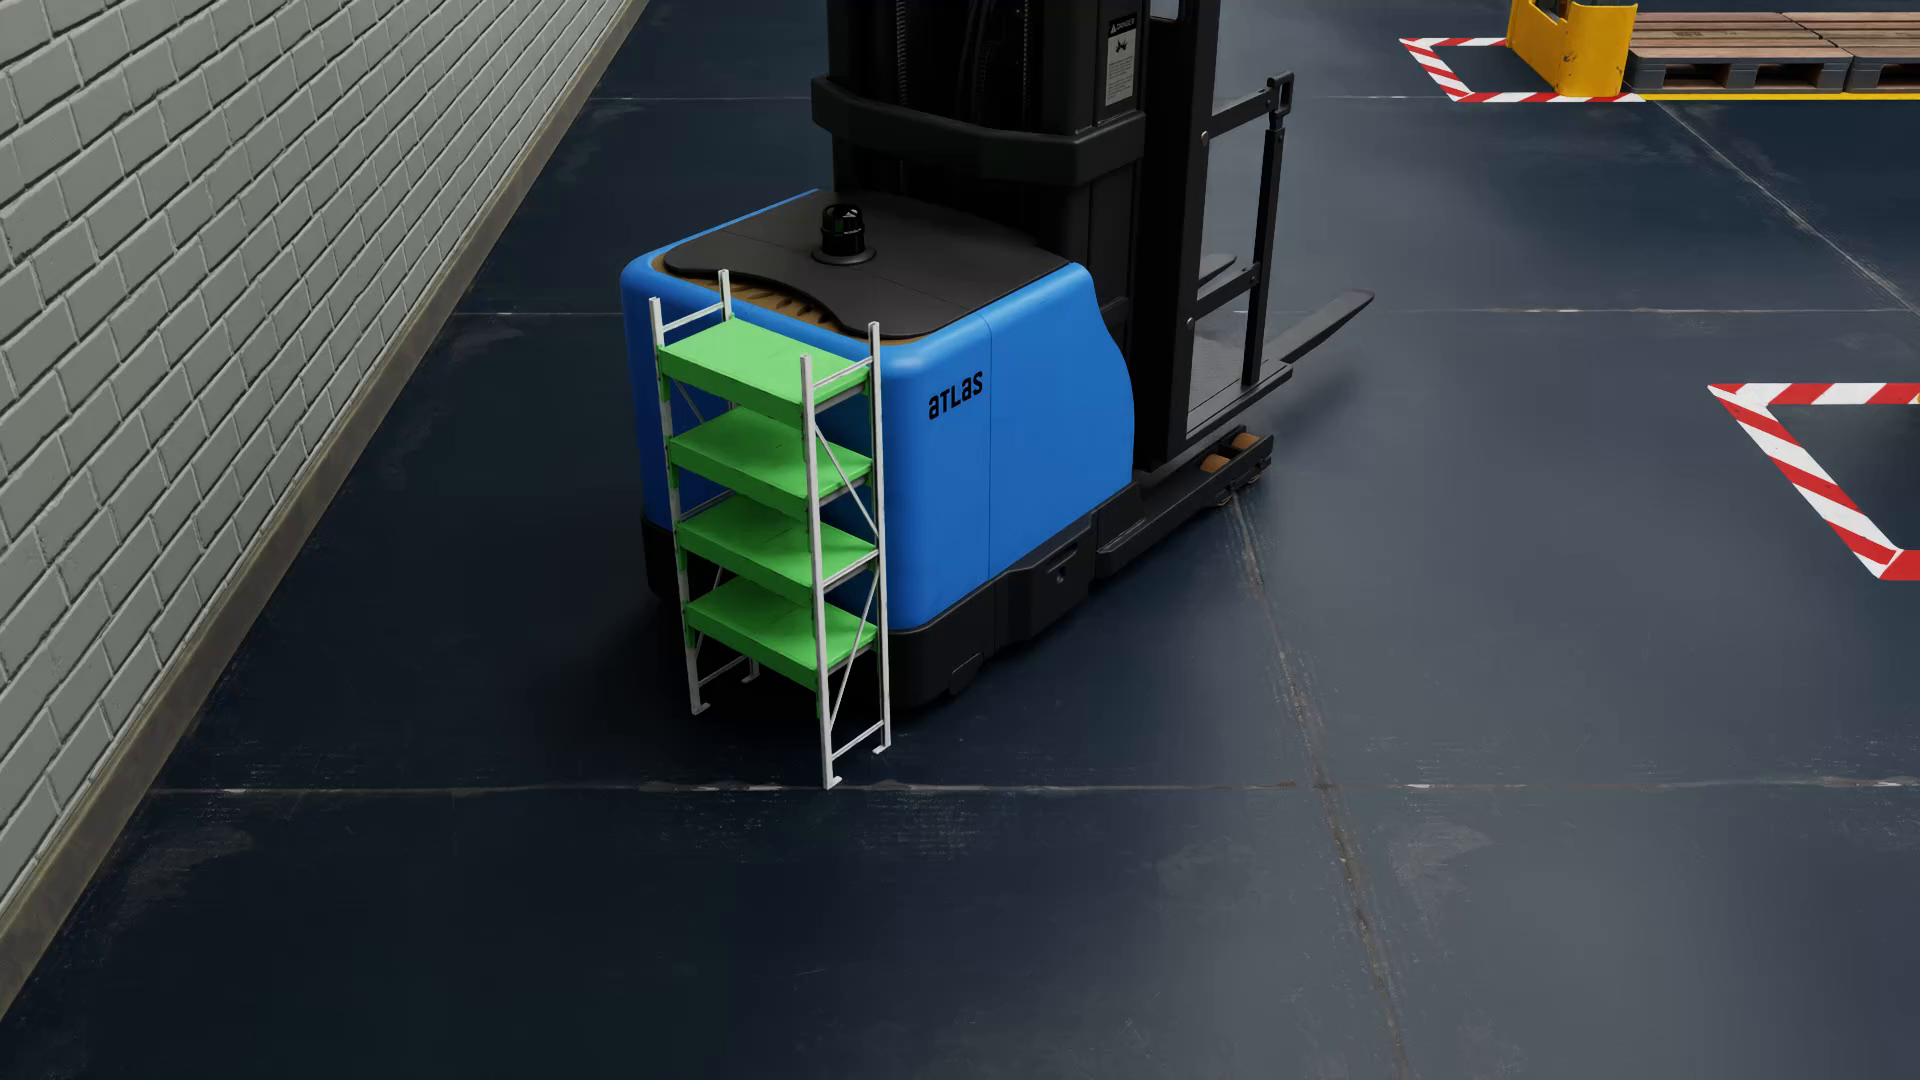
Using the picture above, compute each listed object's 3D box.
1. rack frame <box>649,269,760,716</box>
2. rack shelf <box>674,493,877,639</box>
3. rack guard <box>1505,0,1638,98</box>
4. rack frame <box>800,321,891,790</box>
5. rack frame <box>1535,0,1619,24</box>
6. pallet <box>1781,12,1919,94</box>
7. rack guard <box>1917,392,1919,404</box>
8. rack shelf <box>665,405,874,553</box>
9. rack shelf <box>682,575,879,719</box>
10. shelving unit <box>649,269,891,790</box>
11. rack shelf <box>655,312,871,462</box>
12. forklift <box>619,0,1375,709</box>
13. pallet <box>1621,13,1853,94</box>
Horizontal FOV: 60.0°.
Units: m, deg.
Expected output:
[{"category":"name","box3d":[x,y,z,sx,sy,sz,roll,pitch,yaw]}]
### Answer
[{"category":"rack frame","box3d":[-0.640,-0.091,4.243,0.015,1.200,0.240,23,38,33]},{"category":"rack shelf","box3d":[-0.452,0.044,4.144,0.480,0.148,0.258,23,38,33]},{"category":"rack guard","box3d":[3.552,-3.007,9.724,0.348,0.500,1.175,0,31,0]},{"category":"rack frame","box3d":[-0.264,0.070,3.977,0.015,1.200,0.240,23,38,33]},{"category":"rack frame","box3d":[3.576,-4.082,9.087,0.127,3.000,1.000,0,31,0]},{"category":"pallet","box3d":[5.618,-2.875,9.785,1.213,0.211,1.003,0,31,0]},{"category":"rack guard","box3d":[3.678,-0.445,5.501,0.348,0.500,1.175,0,31,0]},{"category":"rack shelf","box3d":[-0.452,-0.161,4.019,0.480,0.148,0.258,23,38,33]},{"category":"rack shelf","box3d":[-0.452,0.249,4.268,0.480,0.148,0.258,23,38,33]},{"category":"shelving unit","box3d":[-0.452,-0.010,4.110,0.503,1.200,0.258,23,38,33]},{"category":"rack shelf","box3d":[-0.452,-0.366,3.895,0.480,0.148,0.258,23,38,33]},{"category":"forklift","box3d":[0.391,-1.508,4.909,1.130,2.935,3.031,22,38,32]},{"category":"pallet","box3d":[4.401,-2.873,9.781,1.213,0.211,1.003,0,31,0]}]
